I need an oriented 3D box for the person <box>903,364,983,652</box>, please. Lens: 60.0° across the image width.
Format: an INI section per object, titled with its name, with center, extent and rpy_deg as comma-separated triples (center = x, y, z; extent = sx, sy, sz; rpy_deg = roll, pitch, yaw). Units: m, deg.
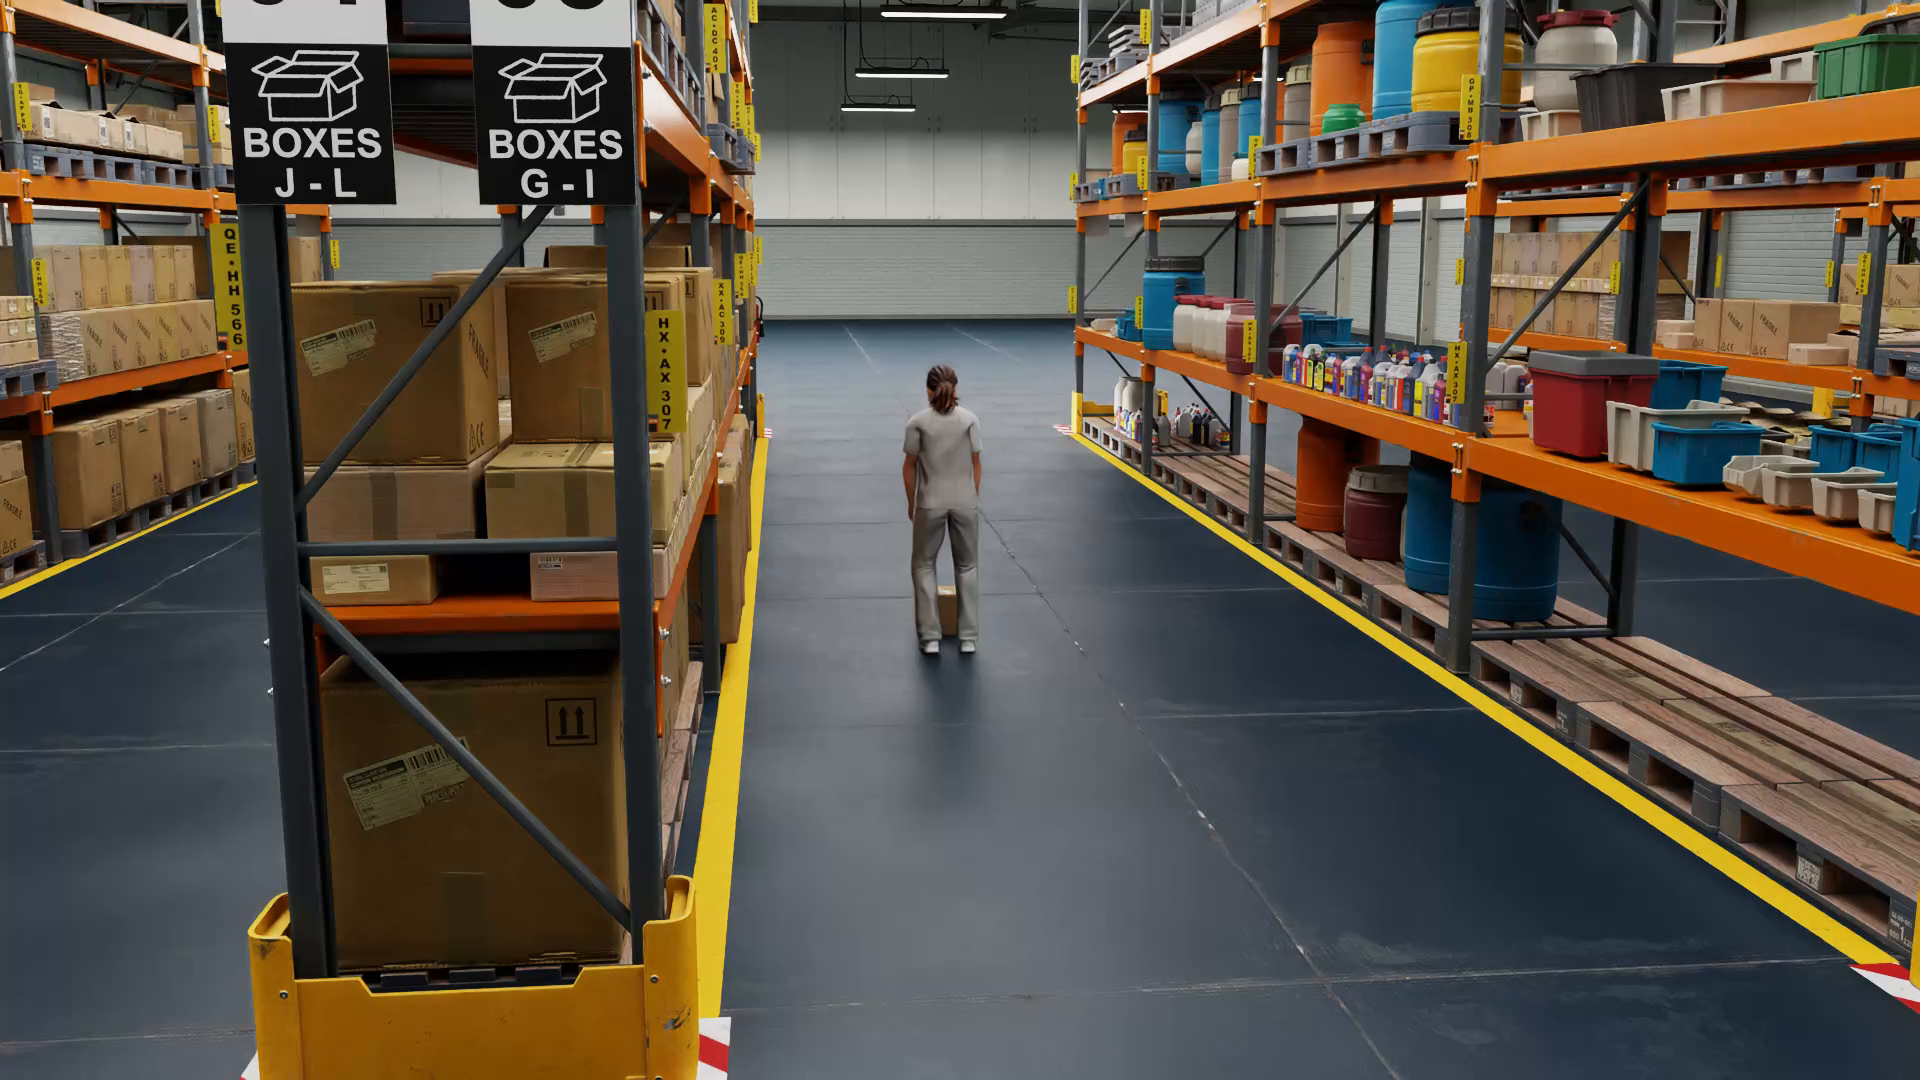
[person]
center = -0.100, -0.173, 9.499
extent = 0.456, 1.645, 0.354
rpy_deg = -1, 10, -5
